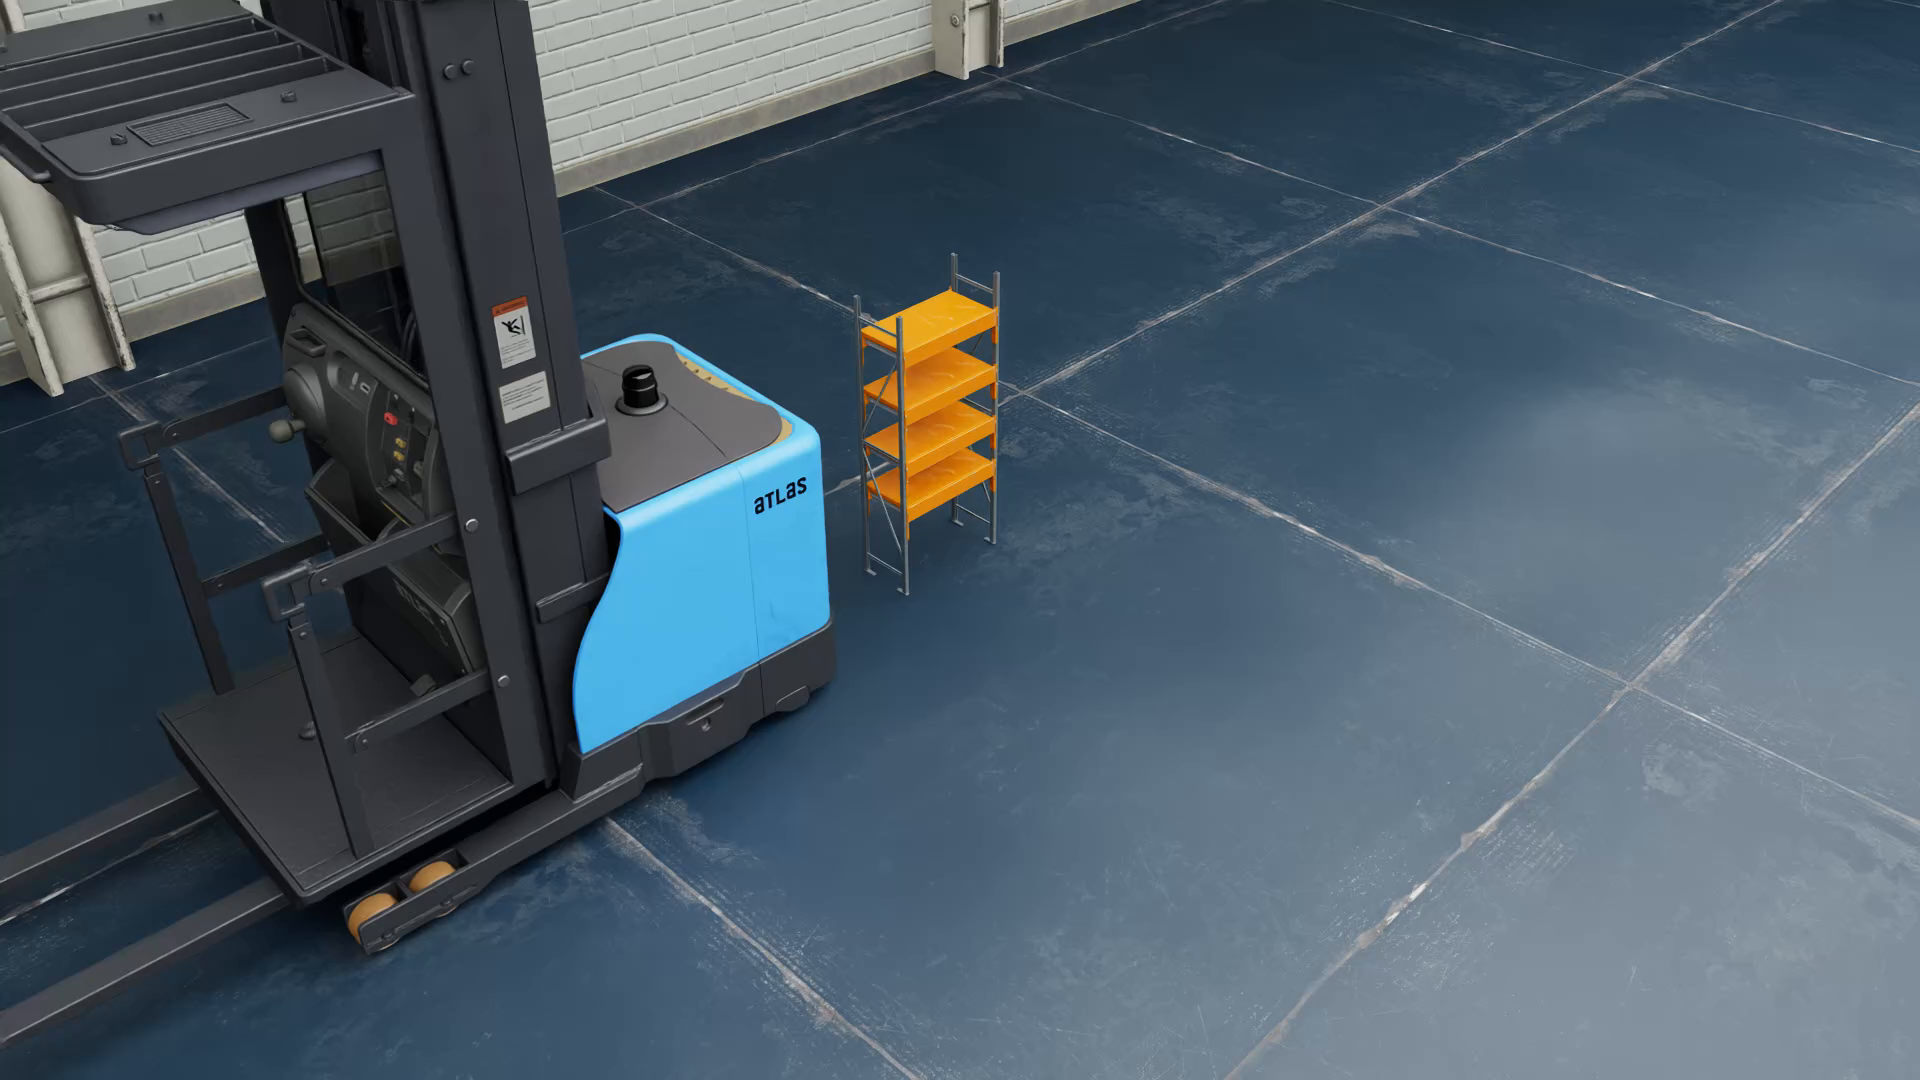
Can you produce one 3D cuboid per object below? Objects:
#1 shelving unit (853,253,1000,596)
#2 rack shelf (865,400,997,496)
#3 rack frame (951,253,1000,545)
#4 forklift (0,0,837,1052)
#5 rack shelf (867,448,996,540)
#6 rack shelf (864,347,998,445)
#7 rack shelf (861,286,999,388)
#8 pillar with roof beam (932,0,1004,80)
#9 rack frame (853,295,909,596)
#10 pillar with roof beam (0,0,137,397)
[{"bbox_3d":[-0.117,-0.425,6.310,0.258,1.200,0.503,30,45,35],"label":"shelving unit"},{"bbox_3d":[-0.117,-0.370,6.349,0.258,0.148,0.480,30,45,35],"label":"rack shelf"},{"bbox_3d":[0.055,-0.524,6.452,0.240,1.200,0.015,30,45,35],"label":"rack frame"},{"bbox_3d":[-1.868,-0.312,4.635,3.031,2.935,1.130,-28,43,-34],"label":"forklift"},{"bbox_3d":[-0.117,-0.207,6.462,0.258,0.148,0.480,30,45,35],"label":"rack shelf"},{"bbox_3d":[-0.117,-0.553,6.221,0.258,0.148,0.480,30,45,35],"label":"rack shelf"},{"bbox_3d":[-0.117,-0.747,6.086,0.258,0.148,0.480,30,45,35],"label":"rack shelf"},{"bbox_3d":[3.109,-5.195,6.333,9.100,9.000,0.400,30,45,35],"label":"pillar with roof beam"},{"bbox_3d":[-0.289,-0.326,6.168,0.240,1.200,0.015,30,45,35],"label":"rack frame"},{"bbox_3d":[-1.118,-2.760,2.841,9.100,9.000,0.400,30,45,35],"label":"pillar with roof beam"}]
